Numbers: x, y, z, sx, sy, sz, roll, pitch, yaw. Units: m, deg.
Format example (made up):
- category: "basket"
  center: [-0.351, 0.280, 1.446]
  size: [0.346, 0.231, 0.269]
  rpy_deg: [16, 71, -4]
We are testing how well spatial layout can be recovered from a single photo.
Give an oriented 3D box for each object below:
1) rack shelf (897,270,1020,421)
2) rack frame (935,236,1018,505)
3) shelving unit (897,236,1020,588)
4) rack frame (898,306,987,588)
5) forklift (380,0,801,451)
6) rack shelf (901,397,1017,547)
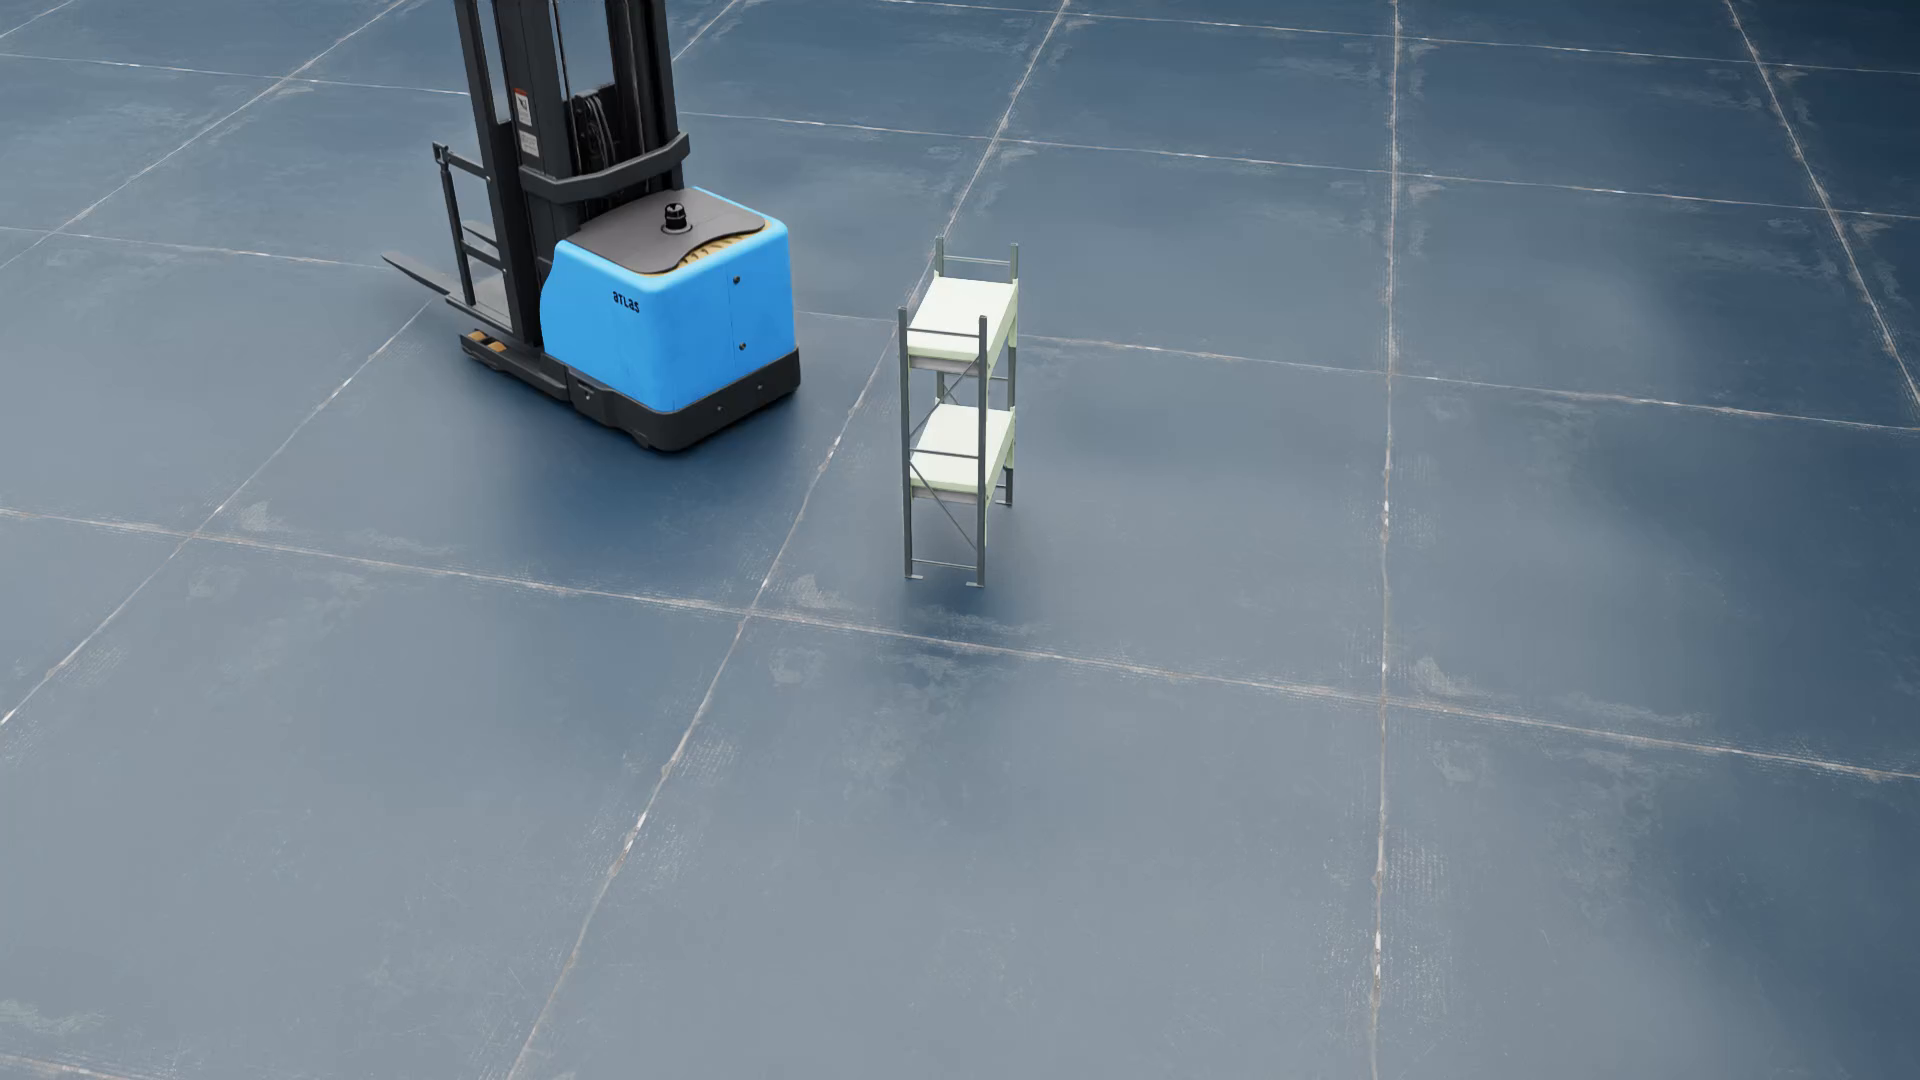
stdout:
- category: "rack shelf"
  center: [0.001, -0.927, 7.856]
  size: [0.431, 0.370, 0.720]
  rpy_deg: [7, 37, 10]
- category: "rack frame"
  center: [0.080, -0.821, 8.375]
  size: [0.400, 1.500, 0.023]
  rpy_deg: [7, 37, 10]
- category: "shelving unit"
  center: [0.001, -0.611, 8.085]
  size: [0.431, 1.500, 0.755]
  rpy_deg: [7, 37, 10]
- category: "rack frame"
  center: [-0.077, -0.401, 7.796]
  size: [0.400, 1.500, 0.023]
  rpy_deg: [7, 37, 10]
- category: "forklift"
  center: [-2.366, -2.405, 9.341]
  size: [3.031, 2.935, 1.130]
  rpy_deg: [27, 44, 32]
- category: "rack shelf"
  center: [0.001, -0.347, 8.277]
  size: [0.431, 0.370, 0.720]
  rpy_deg: [7, 37, 10]
